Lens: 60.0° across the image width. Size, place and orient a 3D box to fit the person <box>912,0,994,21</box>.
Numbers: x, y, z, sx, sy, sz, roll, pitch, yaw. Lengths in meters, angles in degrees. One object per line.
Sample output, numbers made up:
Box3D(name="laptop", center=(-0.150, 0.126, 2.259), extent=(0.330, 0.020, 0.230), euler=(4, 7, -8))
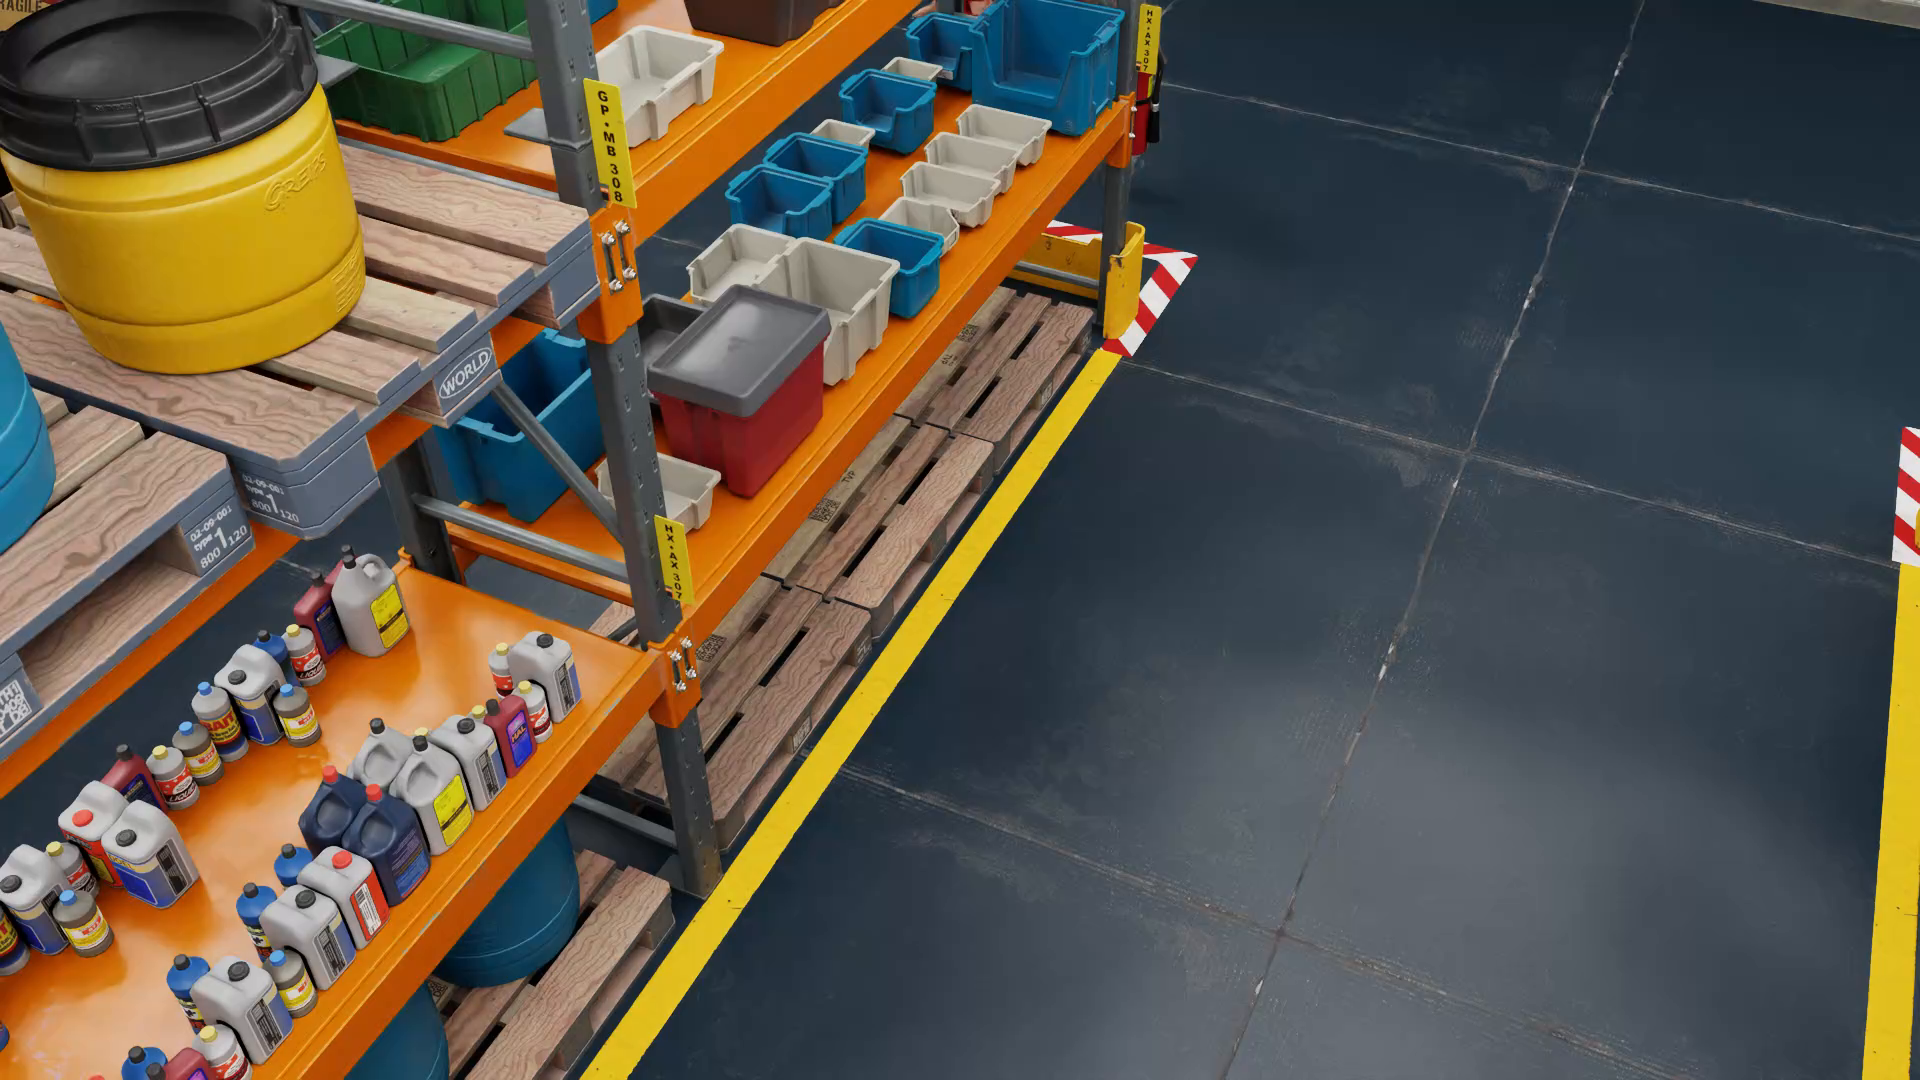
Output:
Box3D(name="person", center=(-0.043, -2.863, 9.371), extent=(1.052, 1.665, 0.558), euler=(8, 42, 9))
